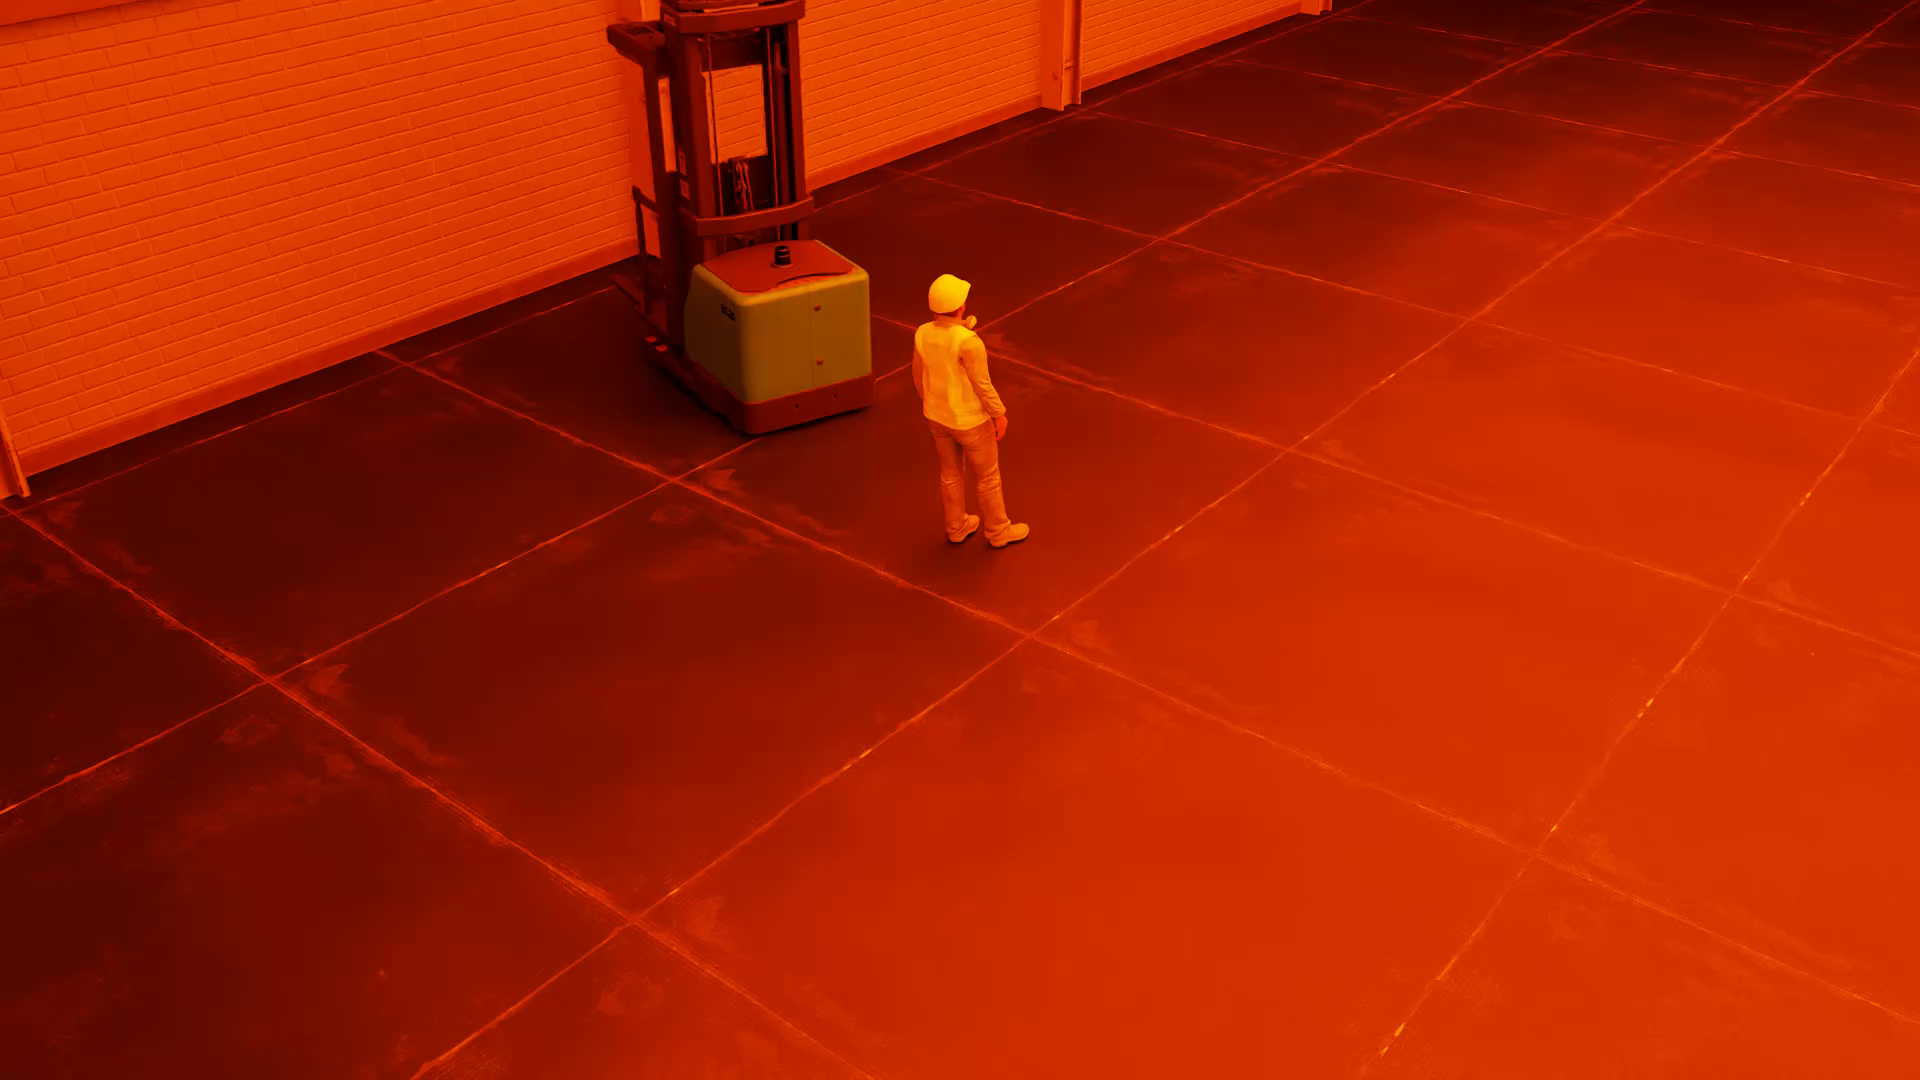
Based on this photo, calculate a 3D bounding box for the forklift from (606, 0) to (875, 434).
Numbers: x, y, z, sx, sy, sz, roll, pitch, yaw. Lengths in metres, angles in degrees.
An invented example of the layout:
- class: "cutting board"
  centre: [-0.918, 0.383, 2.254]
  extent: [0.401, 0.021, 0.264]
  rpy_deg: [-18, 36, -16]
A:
- class: "forklift"
  centre: [-1.824, -2.709, 12.231]
  extent: [1.130, 2.935, 3.031]
  rpy_deg: [-17, 35, -27]

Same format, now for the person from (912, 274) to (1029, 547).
- class: "person"
  centre: [0.045, -0.795, 10.087]
  extent: [0.634, 1.775, 0.566]
  rpy_deg: [22, 37, 33]
